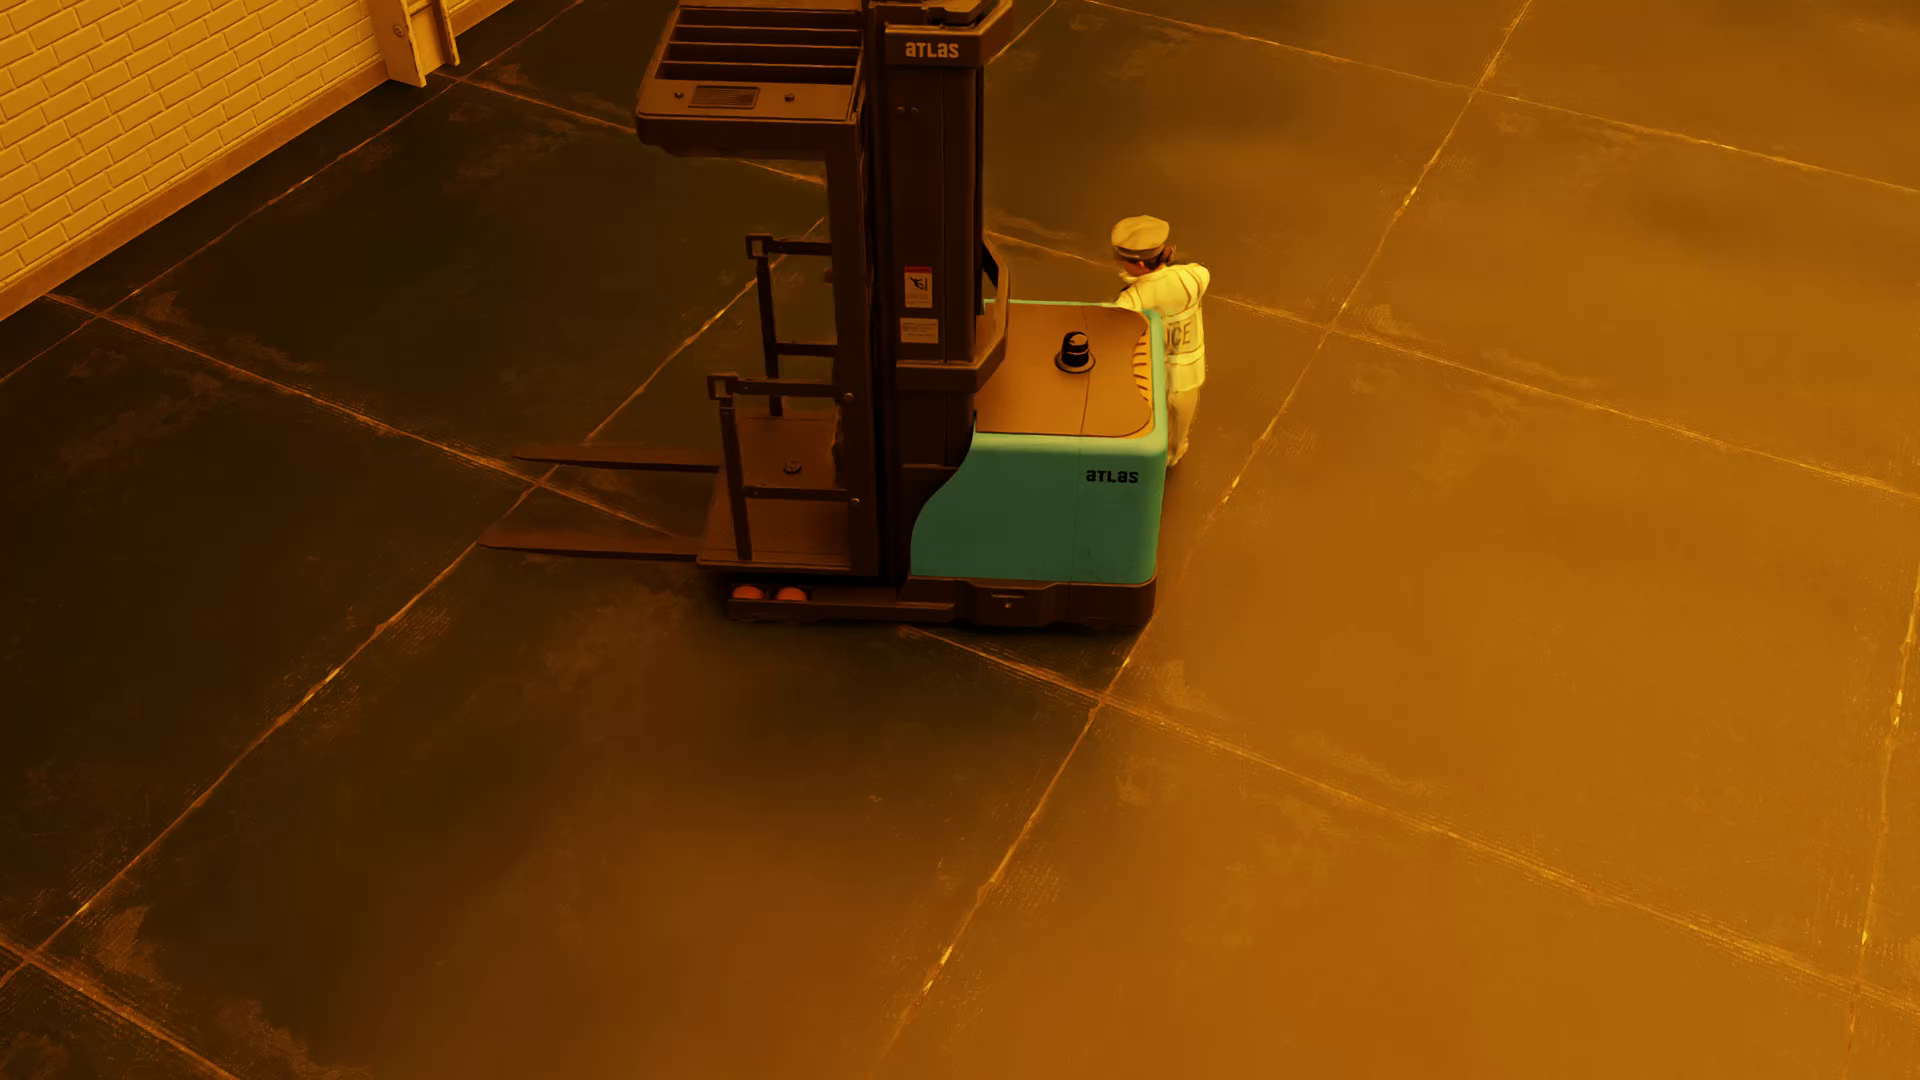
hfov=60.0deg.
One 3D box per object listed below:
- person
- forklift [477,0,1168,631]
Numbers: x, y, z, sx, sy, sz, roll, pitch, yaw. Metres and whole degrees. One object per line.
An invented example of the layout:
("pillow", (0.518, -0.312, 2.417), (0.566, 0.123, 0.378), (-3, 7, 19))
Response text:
("person", (0.811, -0.804, 7.647), (0.611, 1.434, 0.891), (23, 48, 22))
("forklift", (-0.635, -1.056, 6.775), (3.031, 2.935, 1.130), (2, 43, 2))
